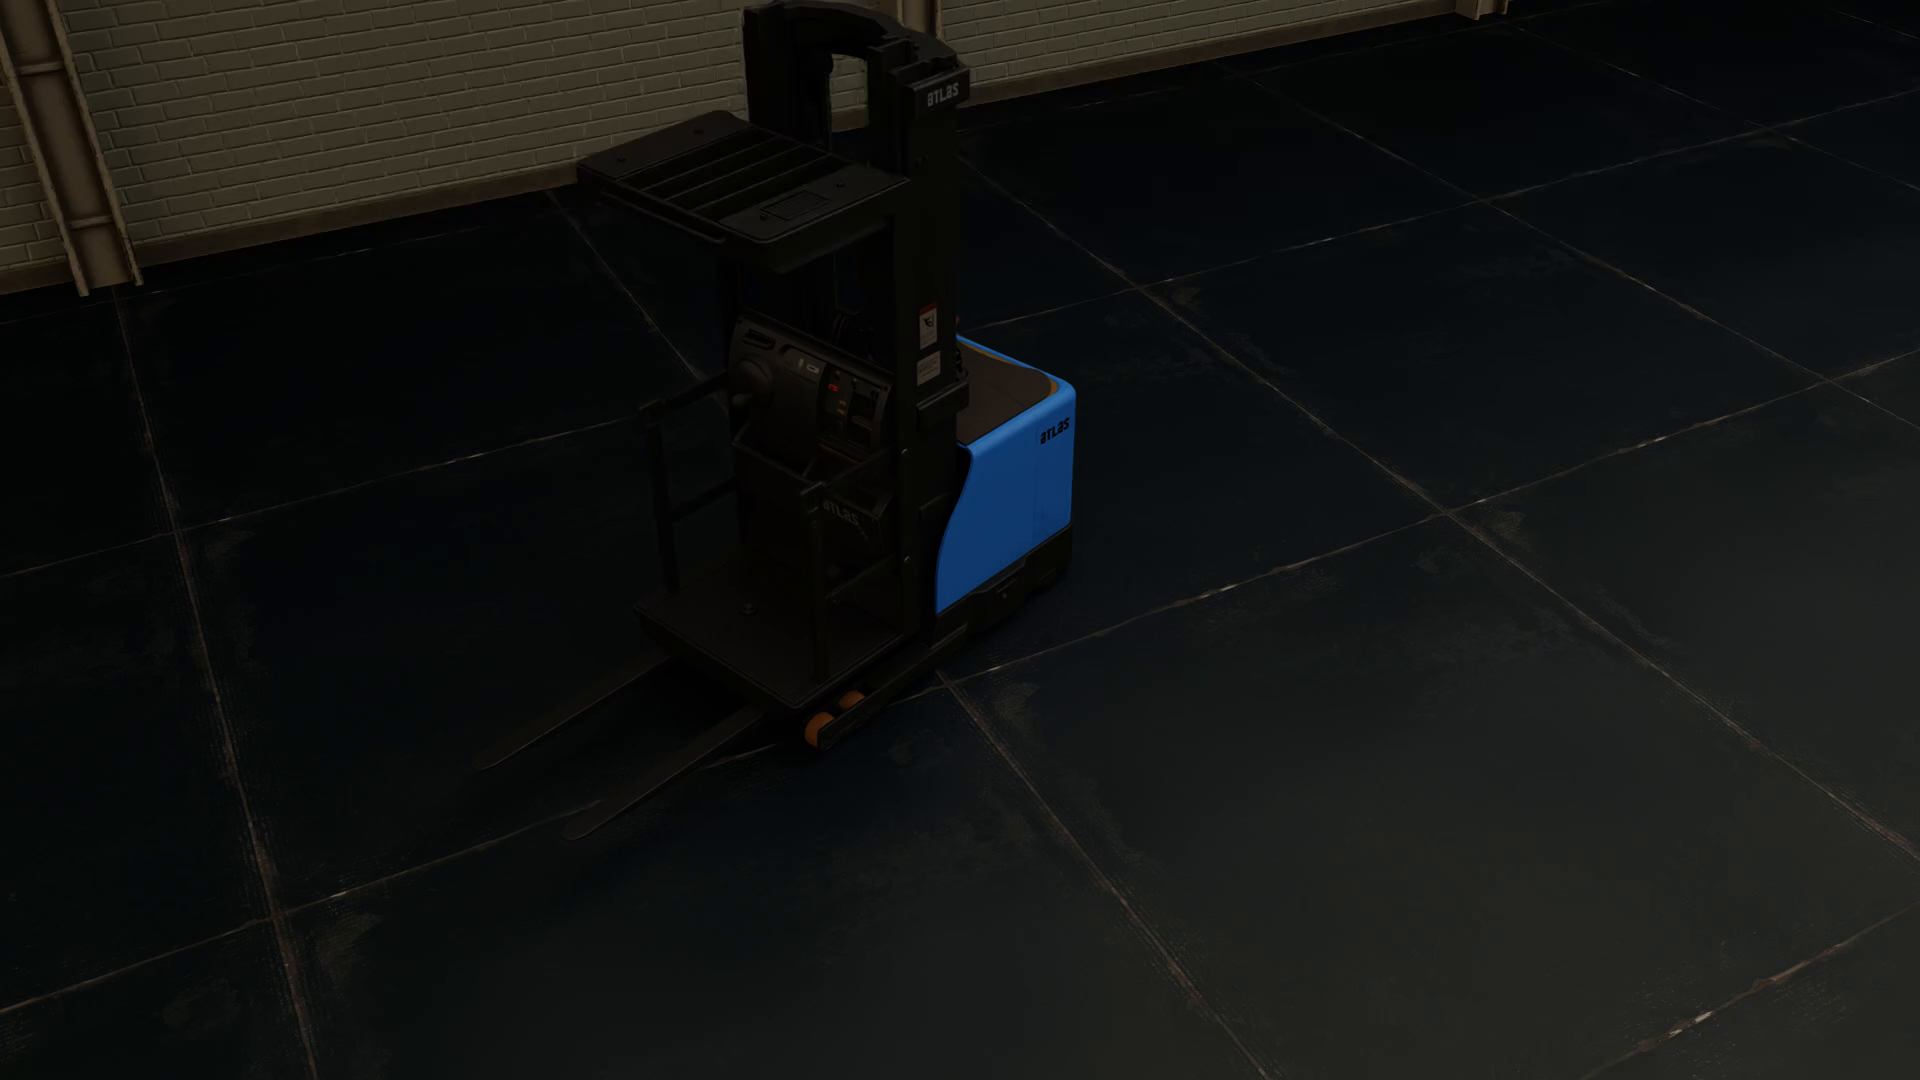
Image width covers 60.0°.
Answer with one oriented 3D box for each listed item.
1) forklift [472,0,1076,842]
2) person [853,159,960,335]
[{"bbox_3d":[-0.789,-0.601,6.973,1.130,2.935,3.031,27,43,33],"label":"forklift"},{"bbox_3d":[-0.357,-1.332,9.145,0.656,1.654,0.991,-12,37,-17],"label":"person"}]
